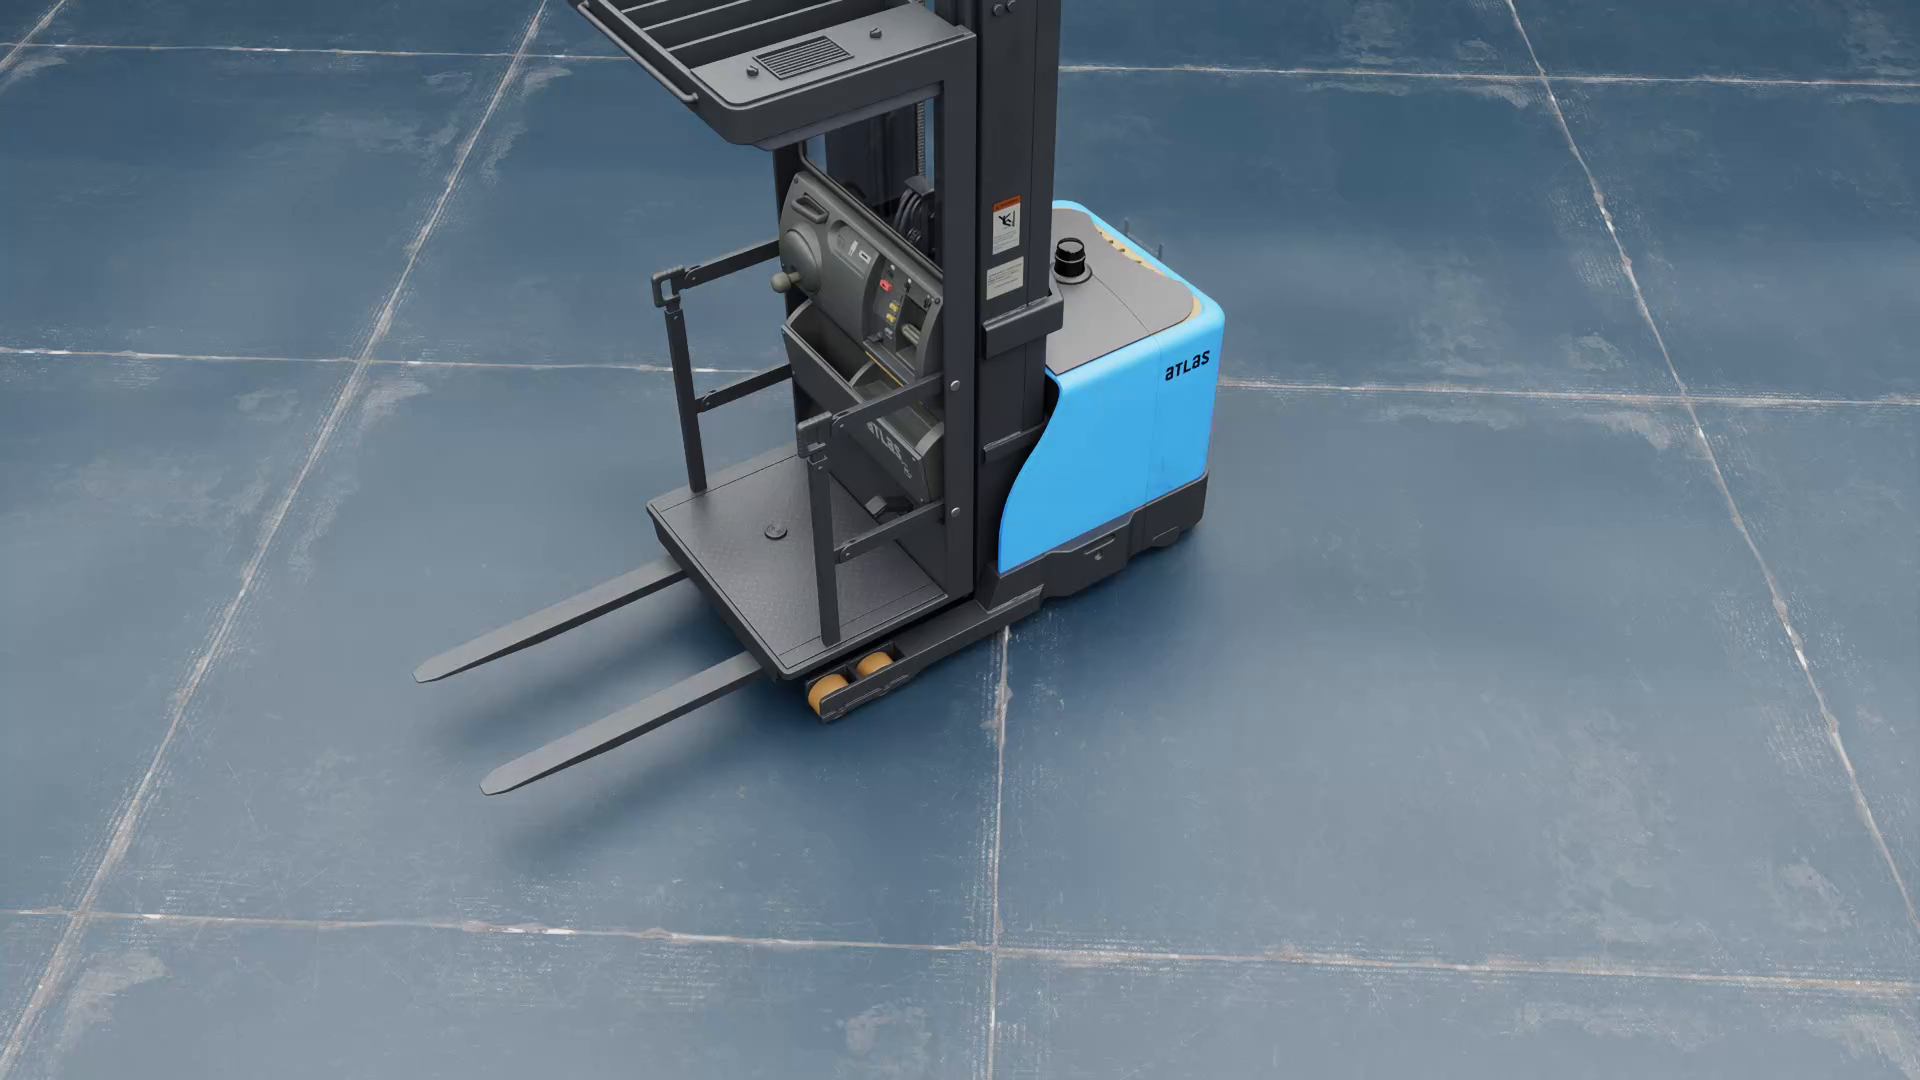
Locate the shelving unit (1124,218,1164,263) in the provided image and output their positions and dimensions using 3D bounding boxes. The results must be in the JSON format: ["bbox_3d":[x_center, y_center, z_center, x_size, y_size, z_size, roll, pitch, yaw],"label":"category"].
[{"bbox_3d":[0.668,-0.889,7.044,0.210,0.900,0.258,-26,49,-25],"label":"shelving unit"}]

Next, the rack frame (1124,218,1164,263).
[{"bbox_3d":[0.751,-0.929,7.087,0.006,0.900,0.240,-26,49,-25],"label":"rack frame"}]

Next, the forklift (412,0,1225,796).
[{"bbox_3d":[-0.514,-0.833,5.494,3.031,2.935,1.130,-25,48,-24],"label":"forklift"}]
